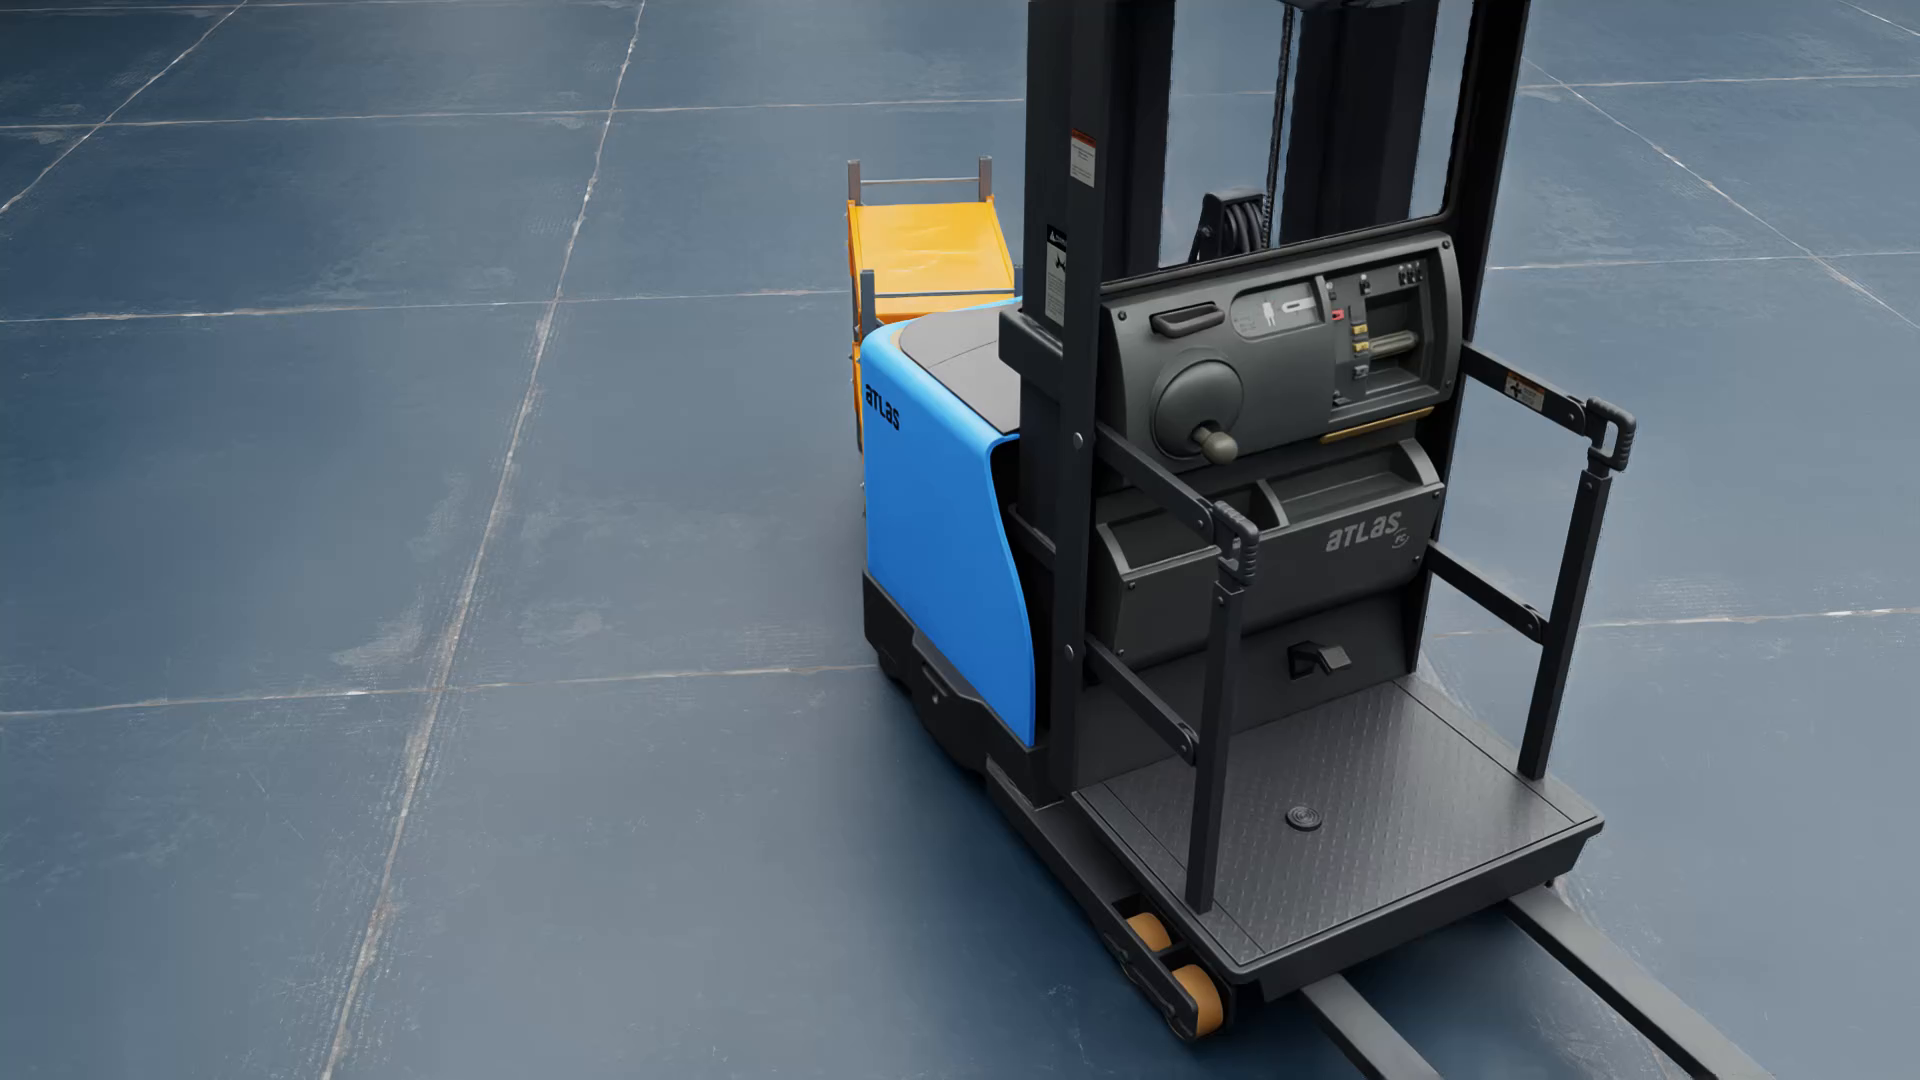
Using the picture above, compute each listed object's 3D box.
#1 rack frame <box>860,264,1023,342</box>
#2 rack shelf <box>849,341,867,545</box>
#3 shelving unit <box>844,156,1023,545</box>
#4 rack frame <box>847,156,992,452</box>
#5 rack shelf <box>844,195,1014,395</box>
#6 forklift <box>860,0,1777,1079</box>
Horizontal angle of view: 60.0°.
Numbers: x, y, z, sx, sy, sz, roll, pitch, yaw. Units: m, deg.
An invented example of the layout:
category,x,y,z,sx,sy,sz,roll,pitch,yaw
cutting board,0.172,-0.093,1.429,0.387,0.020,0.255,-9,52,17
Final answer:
category,x,y,z,sx,sy,sz,roll,pitch,yaw
rack frame,-0.045,-0.317,5.183,0.500,1.125,0.032,-3,31,-5
rack shelf,-0.092,-0.366,5.743,0.538,0.278,1.000,-3,31,-5
shelving unit,-0.092,-0.576,5.618,0.538,1.125,1.048,-3,31,-5
rack frame,-0.140,-0.836,6.052,0.500,1.125,0.032,-3,31,-5
rack shelf,-0.092,-0.827,5.467,0.538,0.278,1.000,-3,31,-5
forklift,0.840,-0.376,3.522,1.130,2.935,3.031,-15,34,-24
